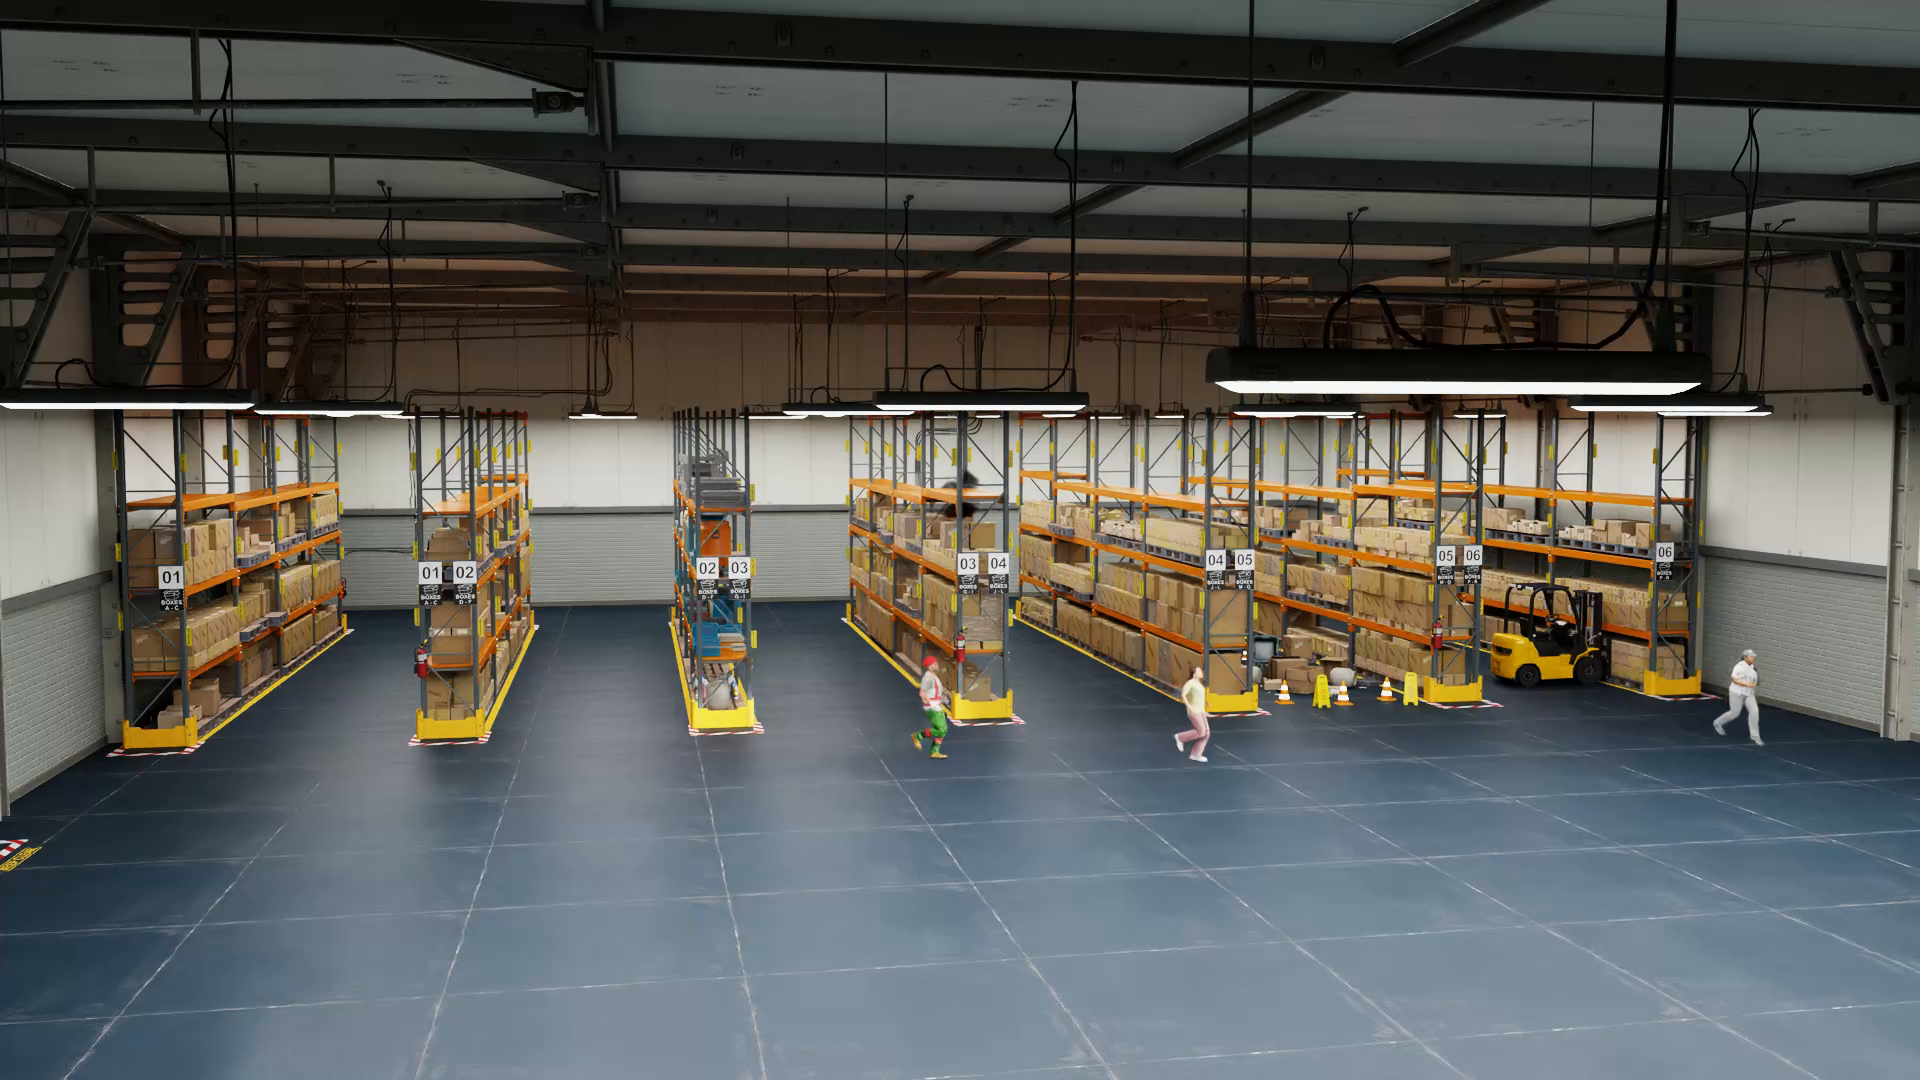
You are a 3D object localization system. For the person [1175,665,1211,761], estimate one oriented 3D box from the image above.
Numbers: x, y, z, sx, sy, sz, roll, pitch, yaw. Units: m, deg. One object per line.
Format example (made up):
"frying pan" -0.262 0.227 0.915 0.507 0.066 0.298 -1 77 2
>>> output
"person" 3.946 2.920 28.137 0.563 1.627 0.616 2 5 31

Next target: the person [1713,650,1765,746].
"person" 13.978 2.784 29.773 0.628 1.684 0.981 -3 5 -33

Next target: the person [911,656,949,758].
"person" -0.516 2.844 28.298 0.613 1.740 0.657 1 4 12
